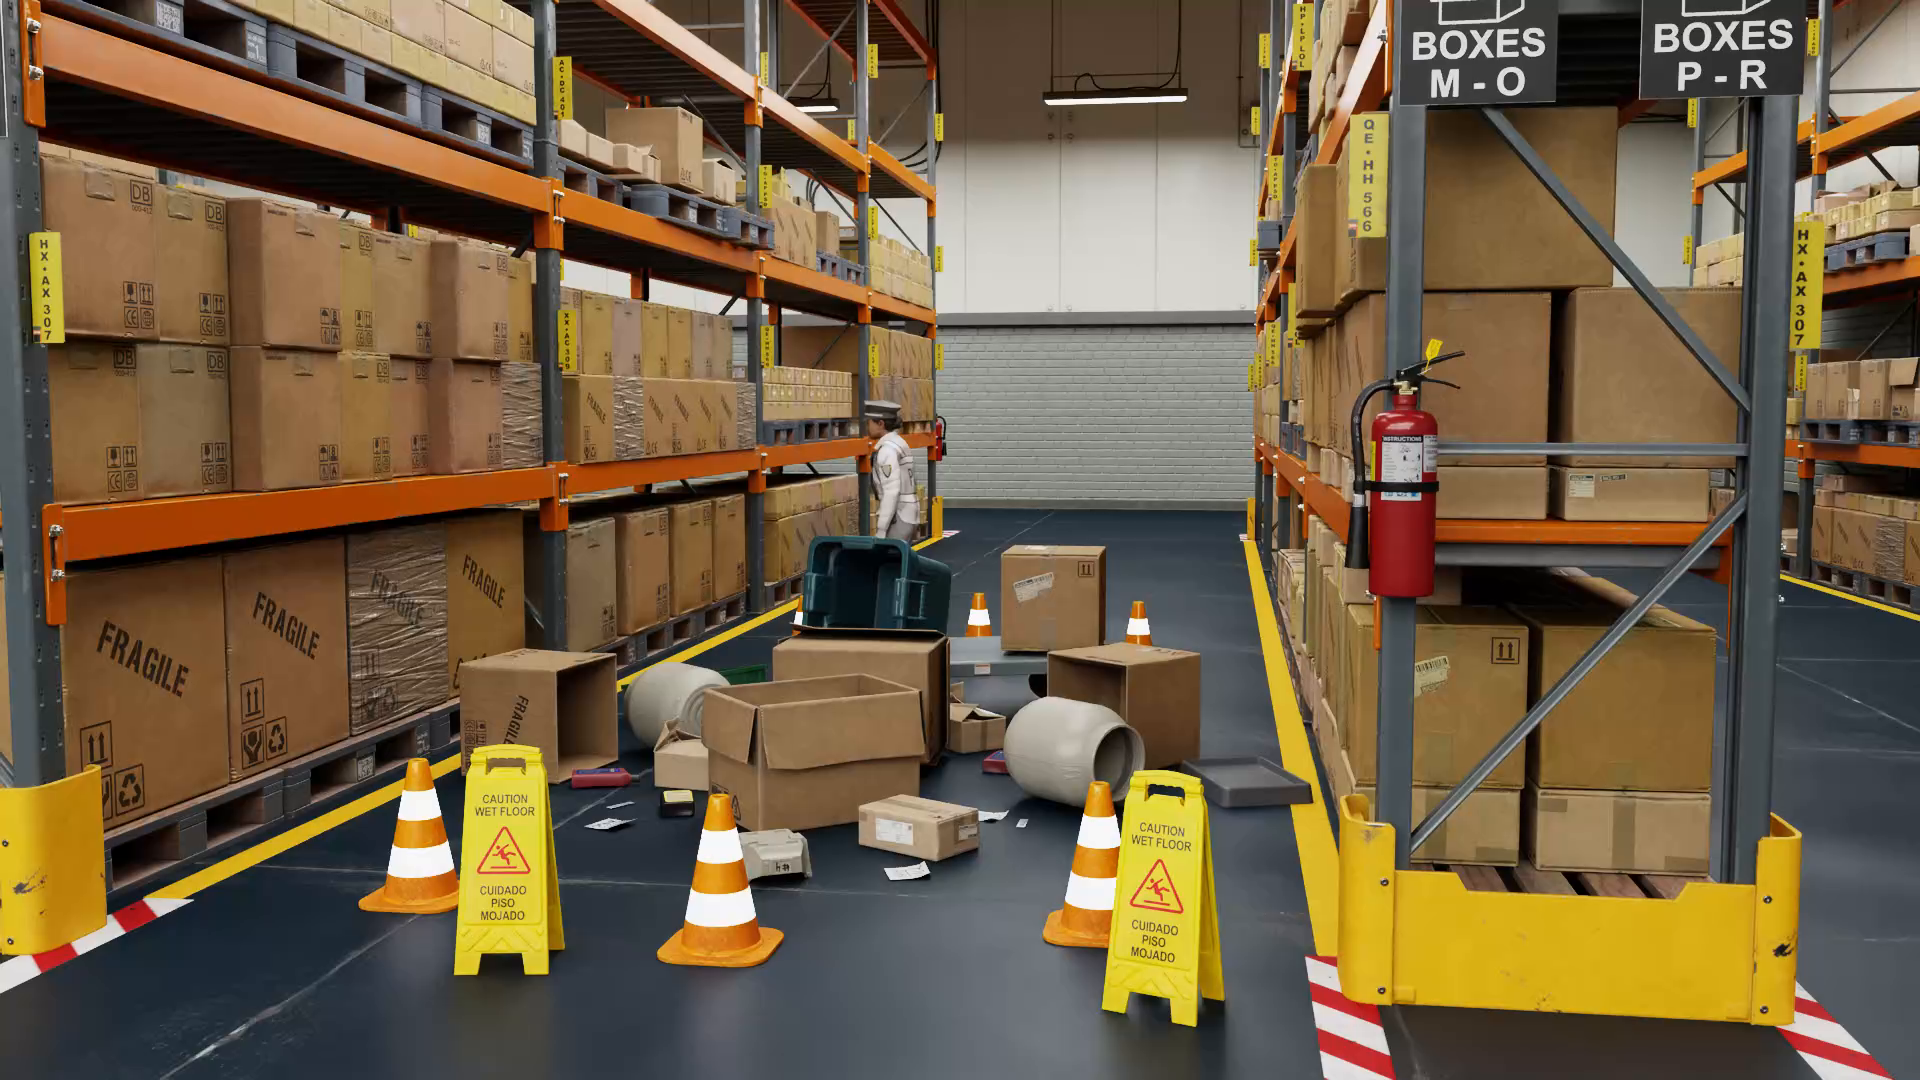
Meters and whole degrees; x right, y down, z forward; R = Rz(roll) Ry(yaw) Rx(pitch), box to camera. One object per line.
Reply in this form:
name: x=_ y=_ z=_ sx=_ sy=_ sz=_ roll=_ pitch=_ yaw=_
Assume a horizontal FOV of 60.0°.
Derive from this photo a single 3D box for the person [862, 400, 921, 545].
person: x=-0.449 y=-0.077 z=10.841 sx=0.377 sy=1.663 sz=0.538 roll=1 pitch=5 yaw=7
